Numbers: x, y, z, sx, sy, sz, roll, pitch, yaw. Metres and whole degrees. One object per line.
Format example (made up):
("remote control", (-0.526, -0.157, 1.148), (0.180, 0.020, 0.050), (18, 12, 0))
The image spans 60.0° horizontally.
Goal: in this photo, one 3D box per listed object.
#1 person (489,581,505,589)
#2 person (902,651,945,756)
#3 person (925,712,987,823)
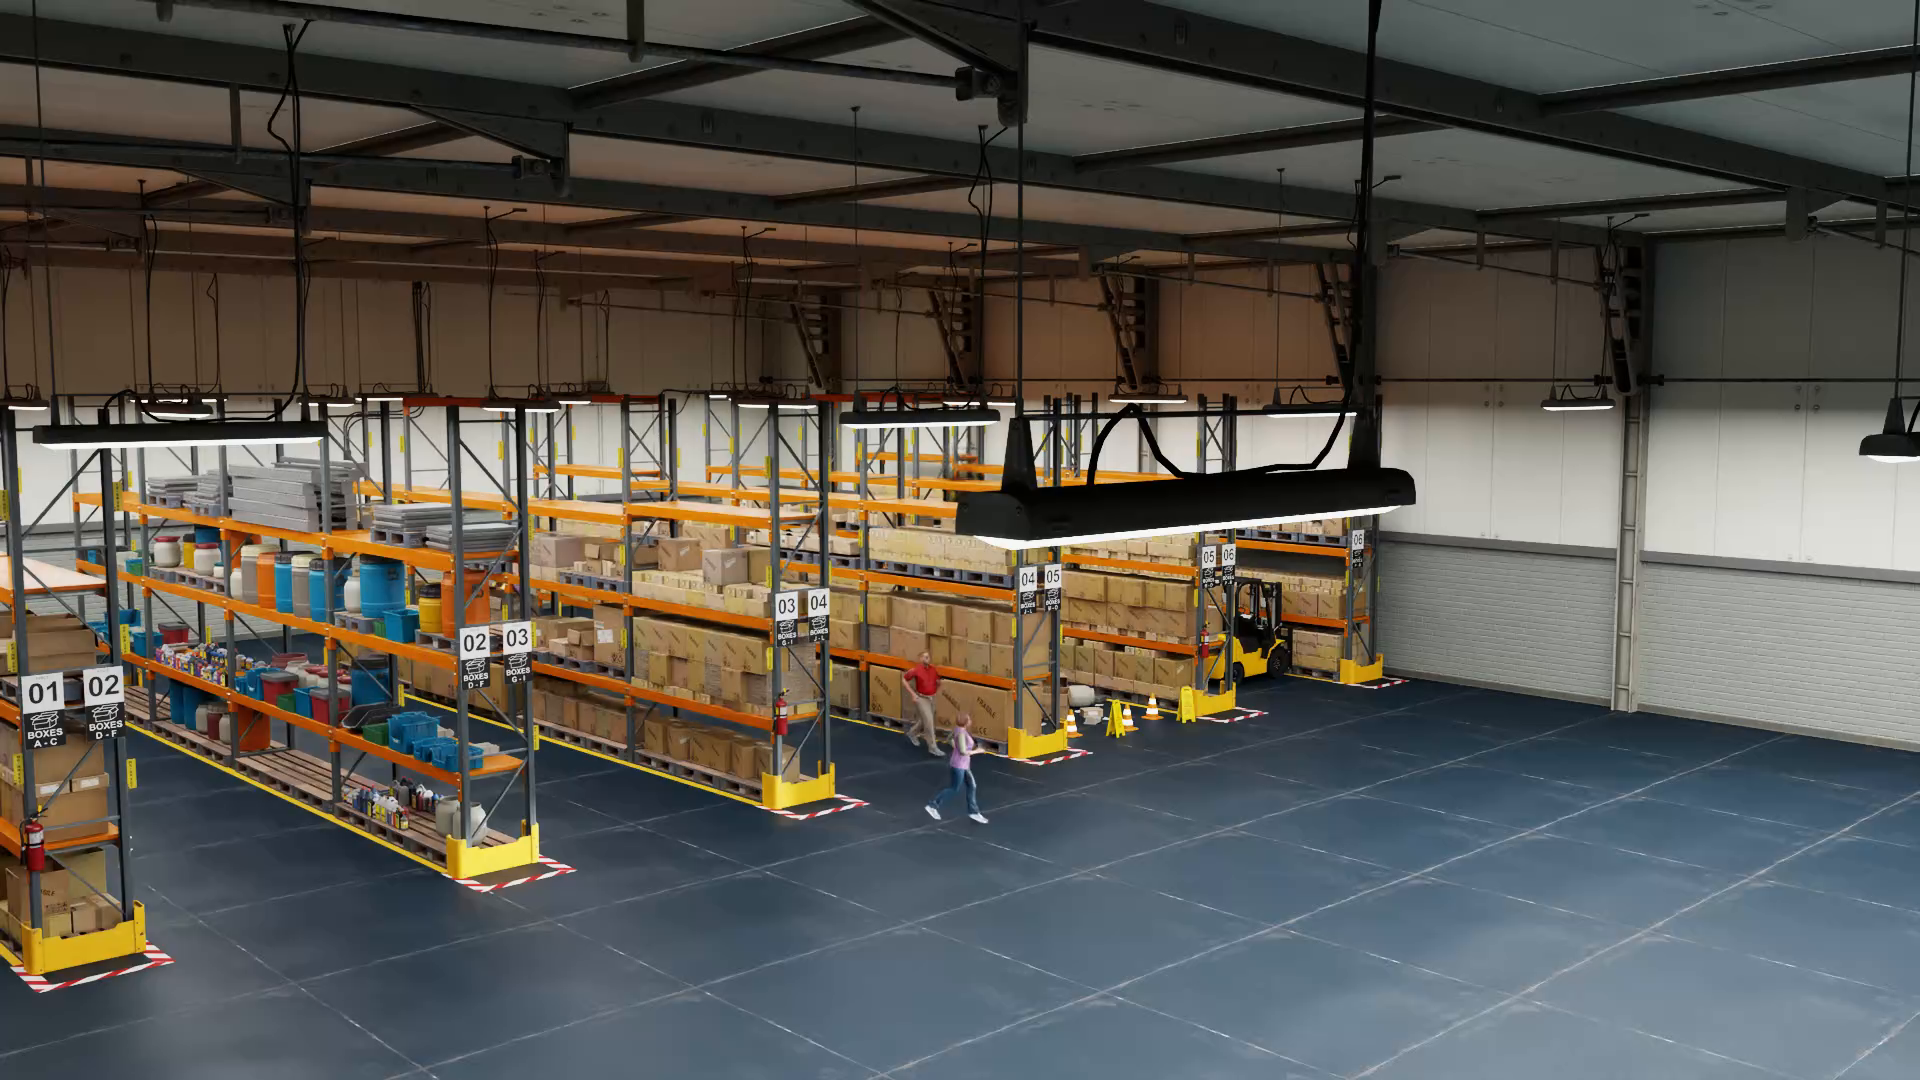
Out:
("person", (-11.183, 1.639, 39.953), (0.751, 1.692, 0.838), (4, 7, 33))
("person", (-0.588, 2.732, 28.142), (0.989, 1.716, 0.662), (5, 7, 41))
("person", (-0.051, 3.253, 23.683), (0.888, 1.599, 0.550), (0, 6, -1))
